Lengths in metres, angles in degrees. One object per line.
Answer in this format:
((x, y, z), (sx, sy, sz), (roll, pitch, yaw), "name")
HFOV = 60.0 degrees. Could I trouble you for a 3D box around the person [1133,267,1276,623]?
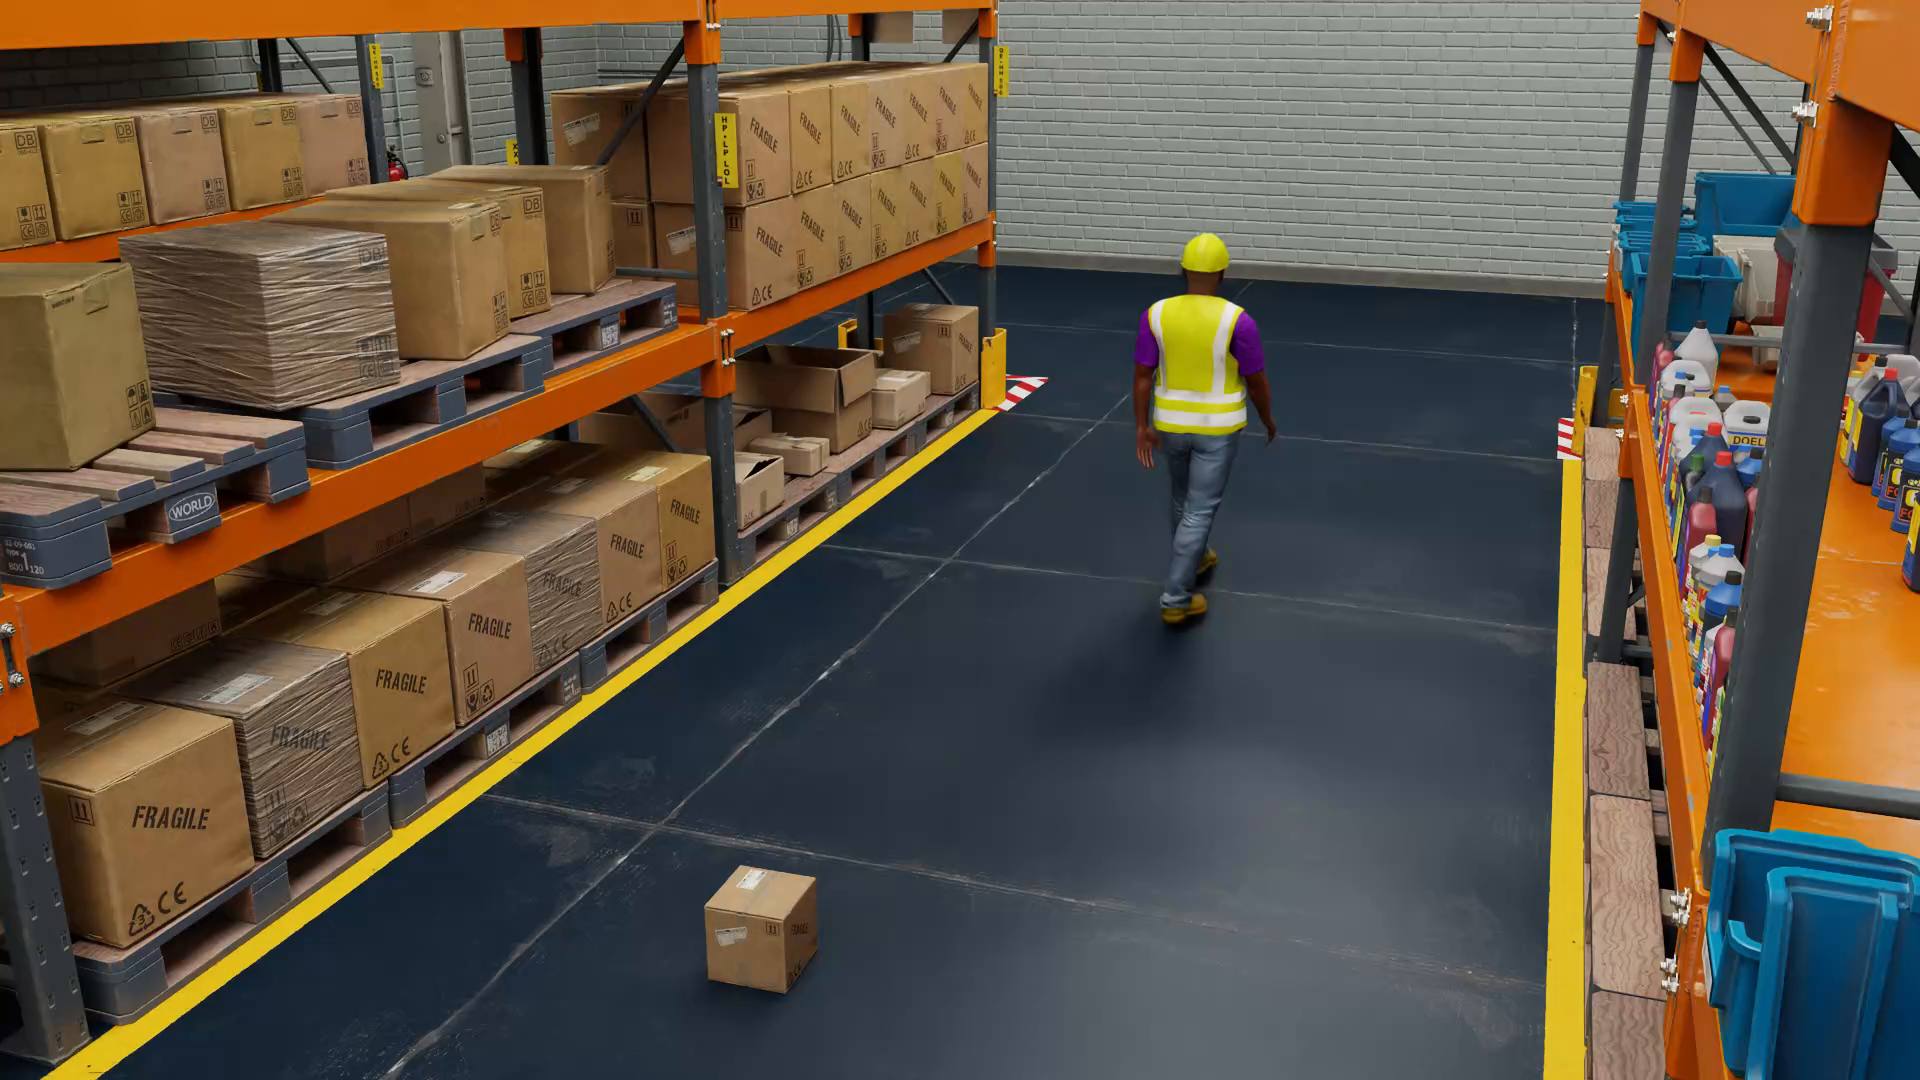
((1.157, -0.545, 7.654), (0.580, 1.679, 0.958), (11, 21, 29), "person")
